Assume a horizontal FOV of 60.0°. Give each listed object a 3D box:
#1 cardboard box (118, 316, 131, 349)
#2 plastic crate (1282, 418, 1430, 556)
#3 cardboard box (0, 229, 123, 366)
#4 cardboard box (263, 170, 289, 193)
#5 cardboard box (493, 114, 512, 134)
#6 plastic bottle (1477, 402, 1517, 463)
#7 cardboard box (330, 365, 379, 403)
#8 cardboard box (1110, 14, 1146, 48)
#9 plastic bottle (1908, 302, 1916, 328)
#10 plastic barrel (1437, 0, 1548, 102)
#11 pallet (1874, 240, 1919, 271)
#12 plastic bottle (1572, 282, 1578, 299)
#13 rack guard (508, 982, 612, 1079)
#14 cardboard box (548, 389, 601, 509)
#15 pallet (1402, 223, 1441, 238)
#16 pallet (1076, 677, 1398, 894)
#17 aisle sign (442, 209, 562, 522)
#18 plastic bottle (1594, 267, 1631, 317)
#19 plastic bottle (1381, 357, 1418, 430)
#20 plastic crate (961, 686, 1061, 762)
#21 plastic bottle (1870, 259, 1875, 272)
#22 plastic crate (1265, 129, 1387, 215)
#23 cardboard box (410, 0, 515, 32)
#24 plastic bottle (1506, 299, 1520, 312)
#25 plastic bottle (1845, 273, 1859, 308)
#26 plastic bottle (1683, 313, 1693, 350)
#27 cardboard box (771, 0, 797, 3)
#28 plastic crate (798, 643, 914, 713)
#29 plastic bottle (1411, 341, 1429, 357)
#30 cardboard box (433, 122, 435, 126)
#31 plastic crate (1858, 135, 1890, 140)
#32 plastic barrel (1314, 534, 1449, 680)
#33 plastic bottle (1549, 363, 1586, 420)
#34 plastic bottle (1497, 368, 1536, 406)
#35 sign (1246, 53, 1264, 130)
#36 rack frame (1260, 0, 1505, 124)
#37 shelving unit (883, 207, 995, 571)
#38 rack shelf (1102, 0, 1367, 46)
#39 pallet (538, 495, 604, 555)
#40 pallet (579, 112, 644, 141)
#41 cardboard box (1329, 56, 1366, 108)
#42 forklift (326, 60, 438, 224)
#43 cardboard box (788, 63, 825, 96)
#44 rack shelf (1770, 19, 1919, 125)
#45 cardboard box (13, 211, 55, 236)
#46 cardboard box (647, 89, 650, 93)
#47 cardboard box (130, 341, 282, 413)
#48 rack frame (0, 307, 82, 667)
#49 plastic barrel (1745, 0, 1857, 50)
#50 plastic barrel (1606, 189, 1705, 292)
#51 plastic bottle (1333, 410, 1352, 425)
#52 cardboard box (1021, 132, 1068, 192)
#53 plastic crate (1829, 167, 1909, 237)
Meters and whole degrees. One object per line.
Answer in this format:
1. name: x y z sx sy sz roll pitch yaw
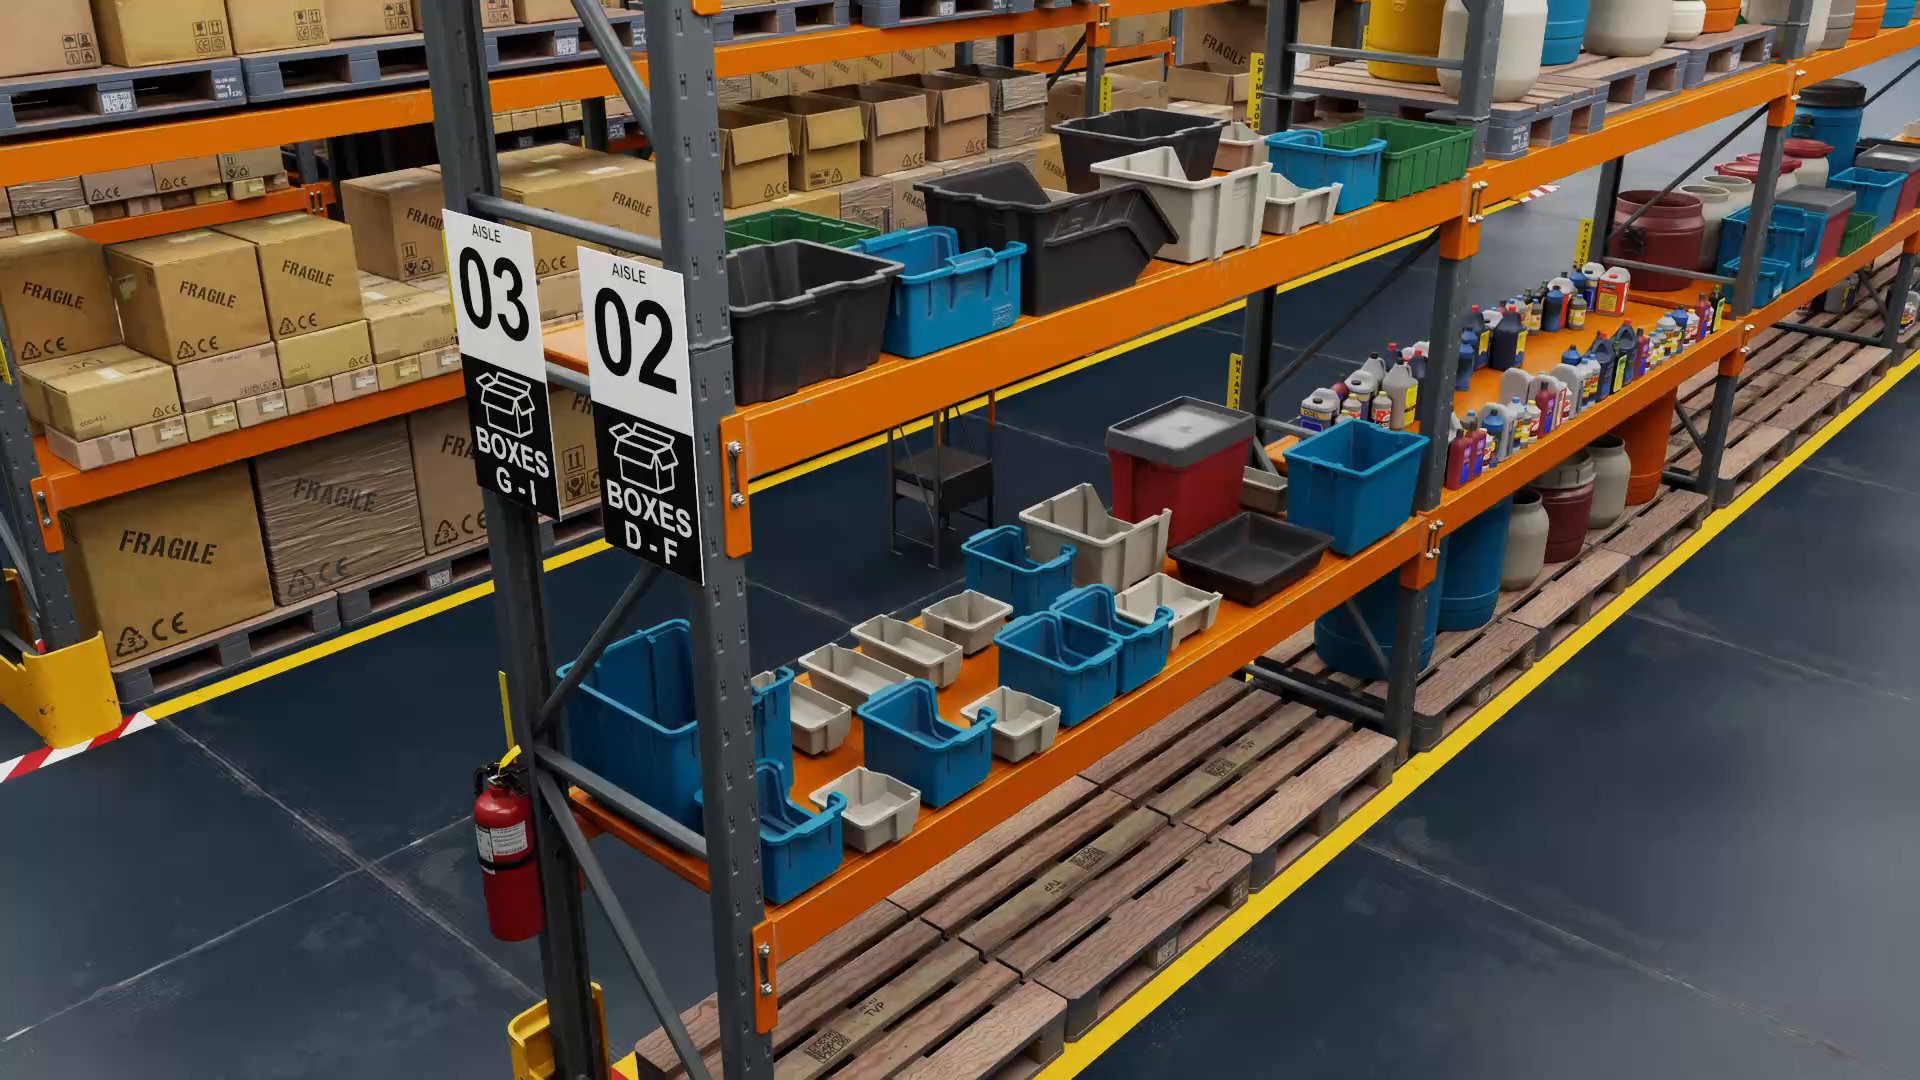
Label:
1. cardboard box: -4.178 -1.011 8.659 0.500 0.250 0.500 19 31 37
2. plastic crate: 1.657 -0.221 7.022 0.392 0.384 0.575 20 31 38
3. cardboard box: -4.514 -1.199 8.162 0.500 0.500 0.500 21 31 38
4. cardboard box: -5.616 -2.908 13.376 0.380 0.149 0.250 20 31 37
5. cardboard box: -4.127 -3.644 14.505 0.380 0.149 0.250 19 31 37
6. plastic bottle: 2.552 -0.528 7.912 0.152 0.276 0.135 20 31 38
7. cardboard box: -3.304 -0.865 8.821 0.380 0.149 0.250 20 31 37
8. cardboard box: 1.845 -6.599 21.118 0.875 0.550 0.550 20 31 38
9. plastic bottle: 7.729 -1.837 13.562 0.097 0.201 0.097 0 24 0
10. plastic barrel: 2.253 -2.150 7.034 0.433 0.535 0.433 0 24 0
11. pallet: 9.162 -2.538 15.652 1.003 0.211 1.213 20 31 38
12. plastic bottle: 3.692 -1.463 10.089 0.097 0.201 0.097 0 24 0
13. rack guard: -0.961 1.934 5.325 1.175 0.500 0.348 20 31 38
14. cardboard box: -2.473 -0.831 10.521 0.875 0.875 0.875 20 31 38
15. pallet: 4.602 -3.541 17.890 1.003 0.211 1.213 20 31 38
16. pallet: 1.253 1.071 7.603 1.003 0.211 1.213 20 31 38
17. aisle sign: -1.221 -0.462 4.436 0.394 0.787 0.004 20 31 38
18. plastic bottle: 3.968 -1.513 10.110 0.152 0.276 0.135 20 31 38
19. plastic bottle: 2.192 -0.743 8.302 0.144 0.351 0.185 20 31 38
20. plastic crate: 0.184 0.609 5.475 0.250 0.136 0.298 20 31 38
21. plastic bottle: 8.282 -2.581 15.136 0.097 0.271 0.097 0 24 0
22. plastic crate: 1.345 -1.364 6.163 0.416 0.233 0.300 20 31 38
23. cardboard box: -2.813 -3.022 8.901 0.700 0.500 0.500 22 32 40
24. plastic bottle: 3.141 -1.243 9.513 0.097 0.271 0.097 0 24 0
25. plastic bottle: 7.525 -2.132 14.130 0.152 0.276 0.135 20 31 38
26. plastic bottle: 4.123 -1.194 9.490 0.097 0.201 0.097 0 24 0
27. cardboard box: -1.174 -3.618 10.582 0.500 0.311 0.500 19 30 36
28. plastic crate: -0.341 0.493 5.732 0.396 0.136 0.243 20 31 38
29. plastic bottle: 2.408 -0.894 8.728 0.152 0.276 0.135 20 31 38
30. cardboard box: -4.478 -3.618 14.084 0.380 0.149 0.250 19 30 35
31. plastic crate: 7.591 -3.217 13.940 0.499 0.251 0.616 20 31 38
32. plastic barrel: 2.091 0.169 8.259 0.600 0.901 0.708 20 31 38
33. plastic bottle: 3.080 -0.769 8.451 0.152 0.276 0.135 20 31 38
34. plastic bottle: 2.812 -0.740 8.386 0.152 0.276 0.135 20 31 38
35. sign: 1.307 -1.960 7.277 0.100 0.325 0.005 20 31 38
36. rack frame: 1.715 -3.173 6.329 1.000 3.000 0.127 20 31 38
37. shelving unit: -0.110 -0.908 9.708 0.431 2.100 0.503 20 31 38
38. rack shelf: 2.031 -4.657 14.183 1.077 0.370 4.000 20 31 38
39. pallet: -2.539 -0.306 10.674 1.003 0.211 1.213 20 31 38
40. pallet: -3.326 -4.058 15.870 1.213 0.211 1.003 20 31 38
41. cardboard box: 3.712 -4.527 16.195 0.875 0.500 0.500 20 31 38
42. forklift: -3.680 -2.447 12.125 1.130 2.935 3.031 20 31 37
43. cardboard box: -1.755 -4.810 17.189 0.500 0.500 0.500 20 31 37
44. rack shelf: 5.720 -3.304 11.167 1.077 0.370 4.000 20 31 38
45. cardboard box: -6.806 -2.339 12.106 0.380 0.149 0.250 22 32 39
46. cardboard box: -3.097 -4.248 15.489 0.380 0.149 0.250 22 32 39
47. cardboard box: -3.780 -0.870 8.343 0.500 0.250 0.500 20 31 37
48. rack frame: -4.643 -0.570 7.854 1.000 3.000 0.127 20 31 38
49. plastic barrel: 5.094 -3.443 9.984 0.600 0.901 0.600 0 24 0
50. plastic barrel: 4.469 -1.941 10.746 0.600 0.536 0.708 20 31 38
51. plastic bottle: 1.843 -0.525 7.998 0.097 0.201 0.097 0 24 0
52. cardboard box: 0.551 -2.835 12.784 0.500 0.500 0.500 21 32 39
53. plastic crate: 6.550 -2.445 12.056 0.392 0.384 0.575 20 31 38
